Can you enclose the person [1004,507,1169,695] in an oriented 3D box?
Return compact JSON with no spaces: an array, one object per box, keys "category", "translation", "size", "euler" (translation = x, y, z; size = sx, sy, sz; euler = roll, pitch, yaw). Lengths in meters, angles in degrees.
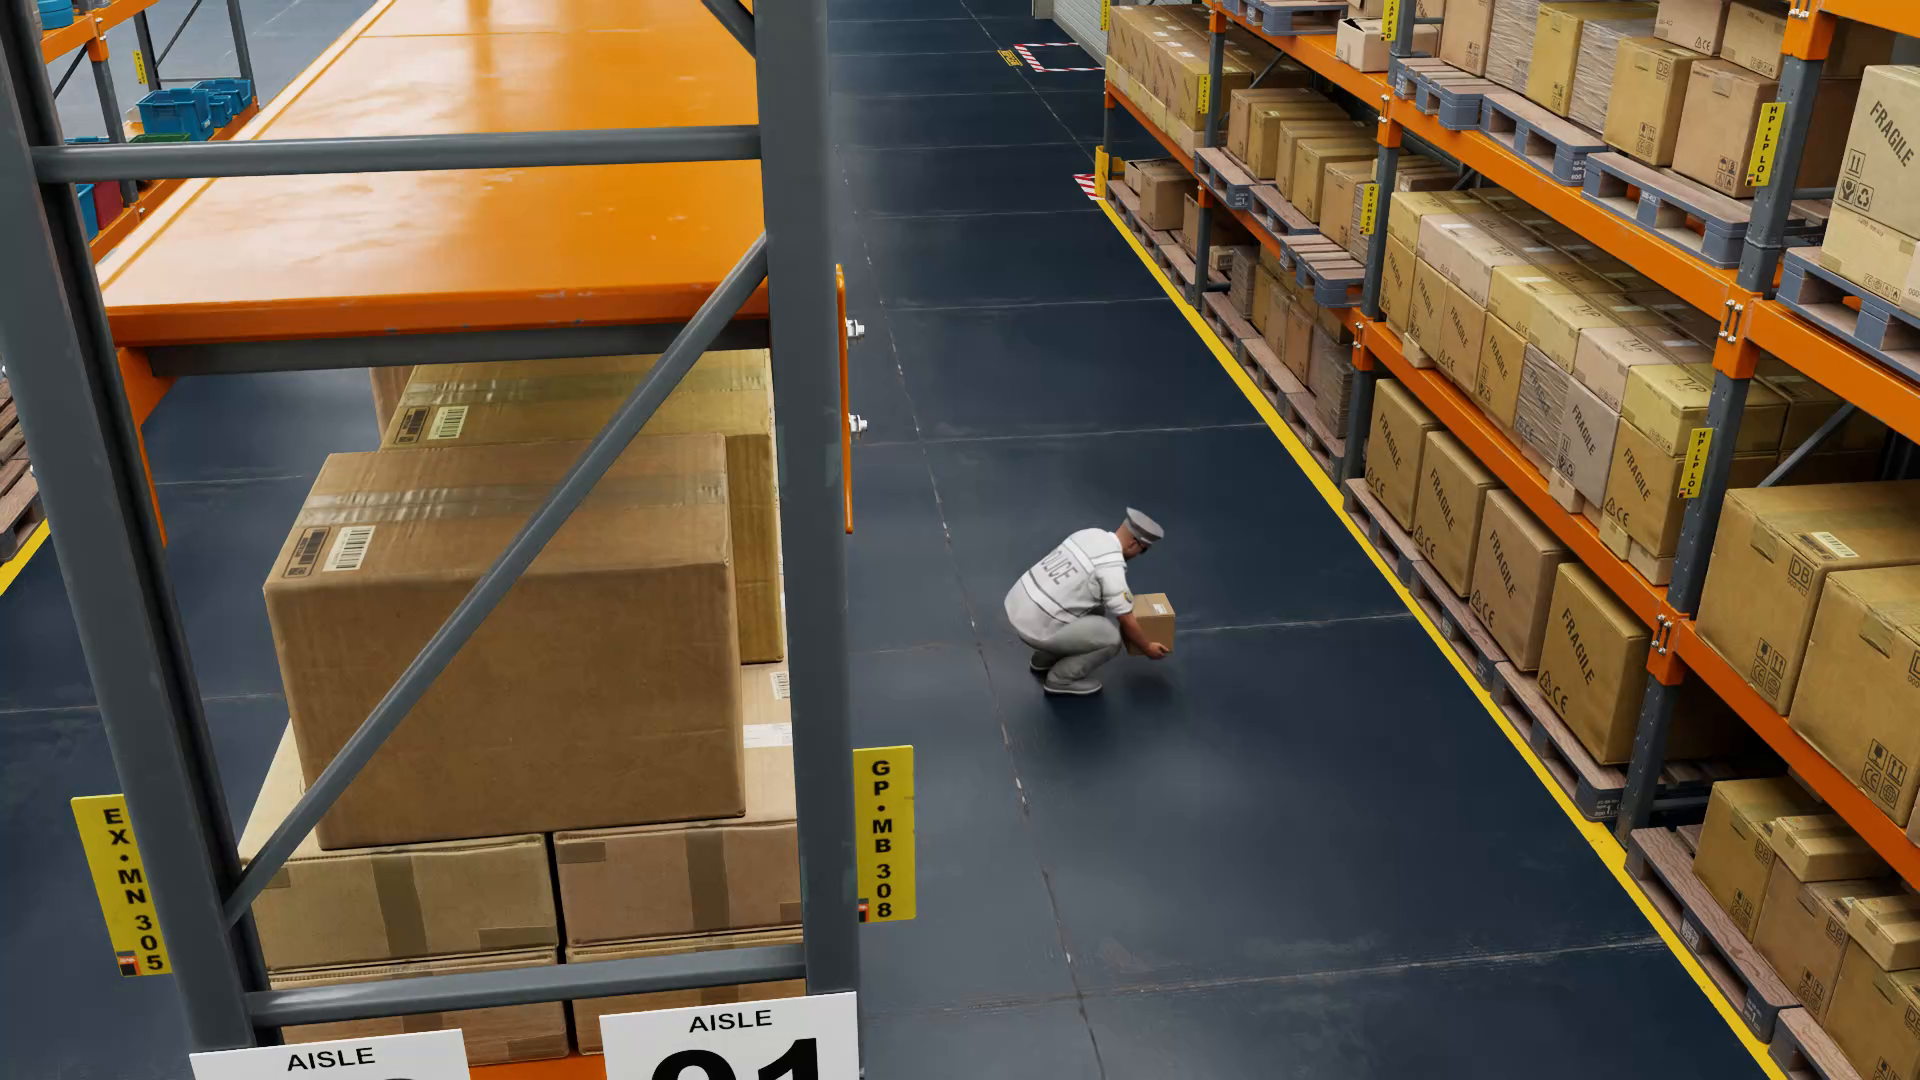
[{"category":"person","translation":[0.700,0.334,9.271],"size":[0.899,1.008,0.558],"euler":[-4,27,-7]}]
